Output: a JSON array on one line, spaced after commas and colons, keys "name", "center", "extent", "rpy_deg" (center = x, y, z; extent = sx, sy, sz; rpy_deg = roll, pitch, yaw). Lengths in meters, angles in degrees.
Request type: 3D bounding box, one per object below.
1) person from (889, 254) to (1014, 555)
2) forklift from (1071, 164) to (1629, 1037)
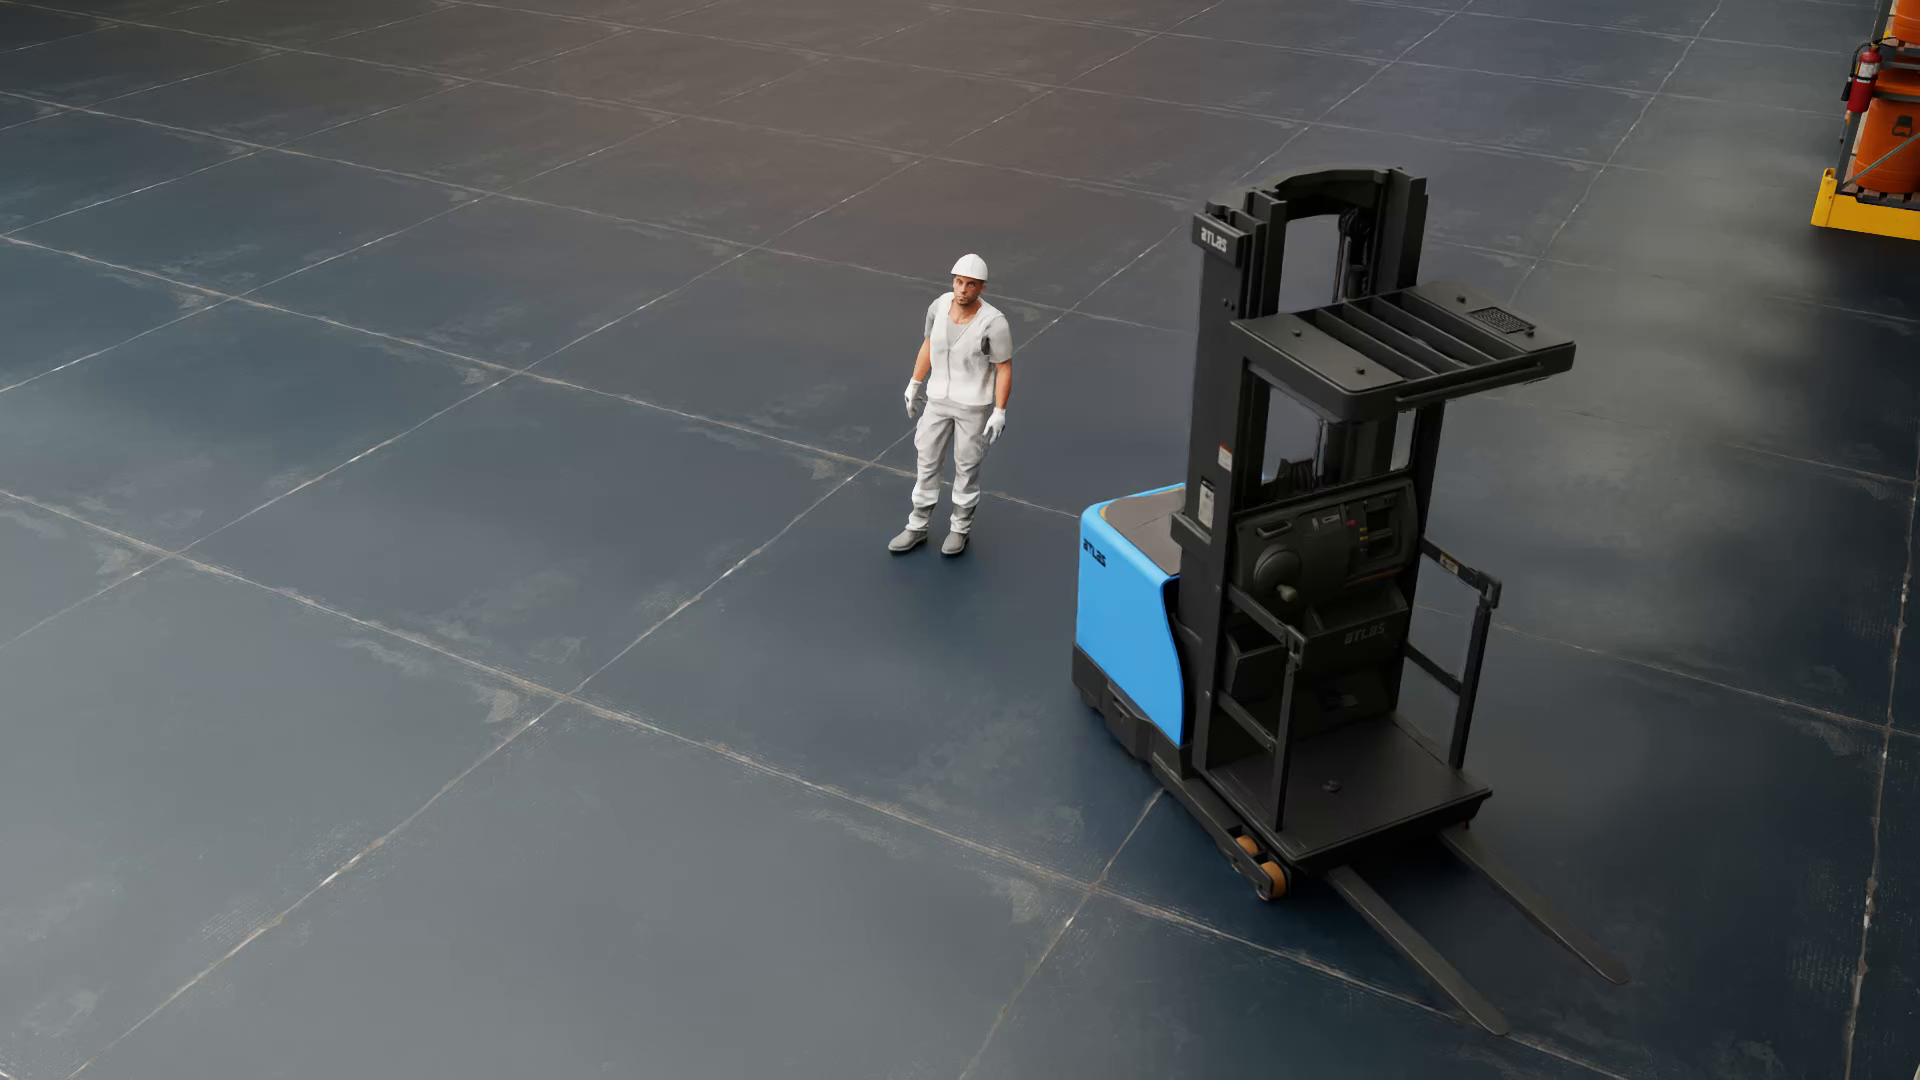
[{"name": "person", "center": [-0.050, -0.749, 9.497], "extent": [0.637, 1.787, 0.564], "rpy_deg": [15, 33, 25]}, {"name": "forklift", "center": [1.676, 0.052, 6.980], "extent": [1.130, 2.935, 3.031], "rpy_deg": [-14, 33, -22]}]
